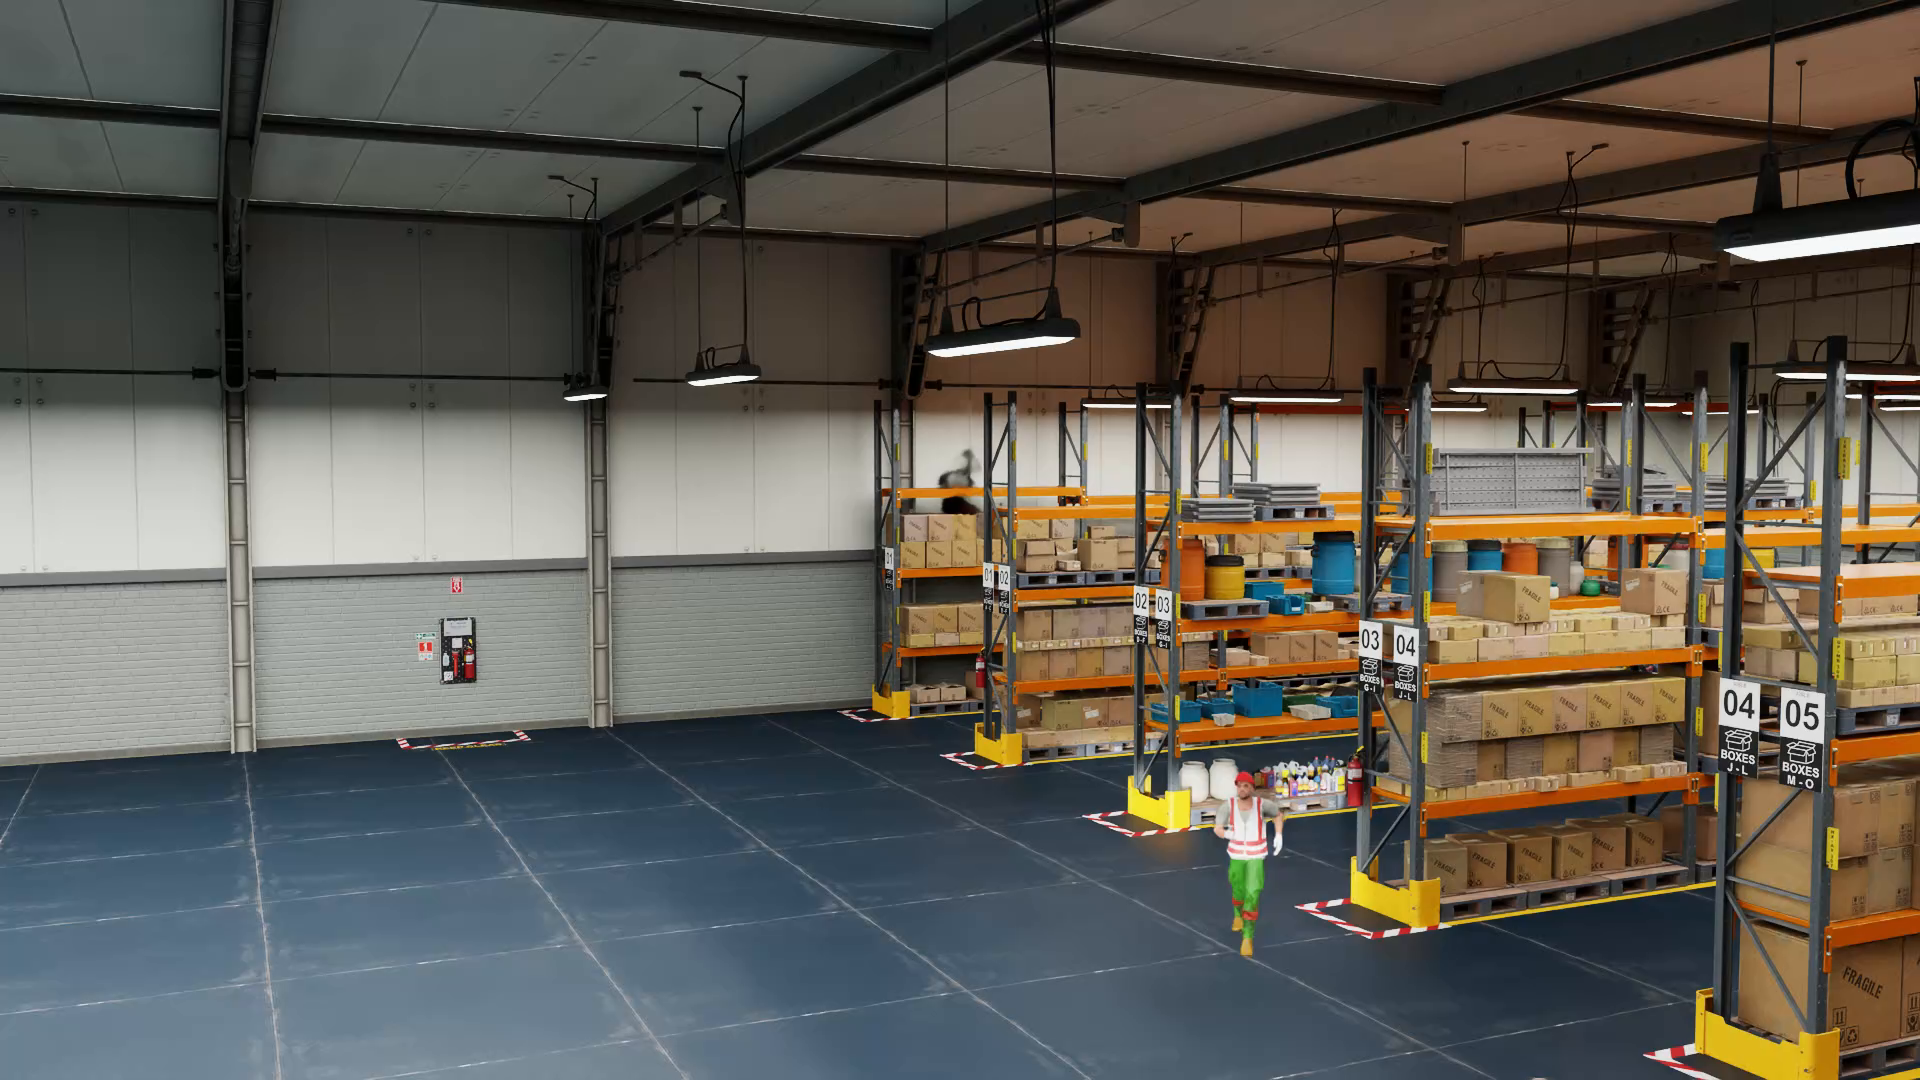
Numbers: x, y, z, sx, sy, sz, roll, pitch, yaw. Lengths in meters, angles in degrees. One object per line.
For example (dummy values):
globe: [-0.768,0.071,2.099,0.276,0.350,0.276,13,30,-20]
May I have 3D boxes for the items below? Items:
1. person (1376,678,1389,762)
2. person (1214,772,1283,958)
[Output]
person: [6.516,2.741,26.254,0.961,1.744,0.712,-2,4,-27]
person: [2.964,3.275,17.099,0.675,1.831,0.932,1,4,19]
